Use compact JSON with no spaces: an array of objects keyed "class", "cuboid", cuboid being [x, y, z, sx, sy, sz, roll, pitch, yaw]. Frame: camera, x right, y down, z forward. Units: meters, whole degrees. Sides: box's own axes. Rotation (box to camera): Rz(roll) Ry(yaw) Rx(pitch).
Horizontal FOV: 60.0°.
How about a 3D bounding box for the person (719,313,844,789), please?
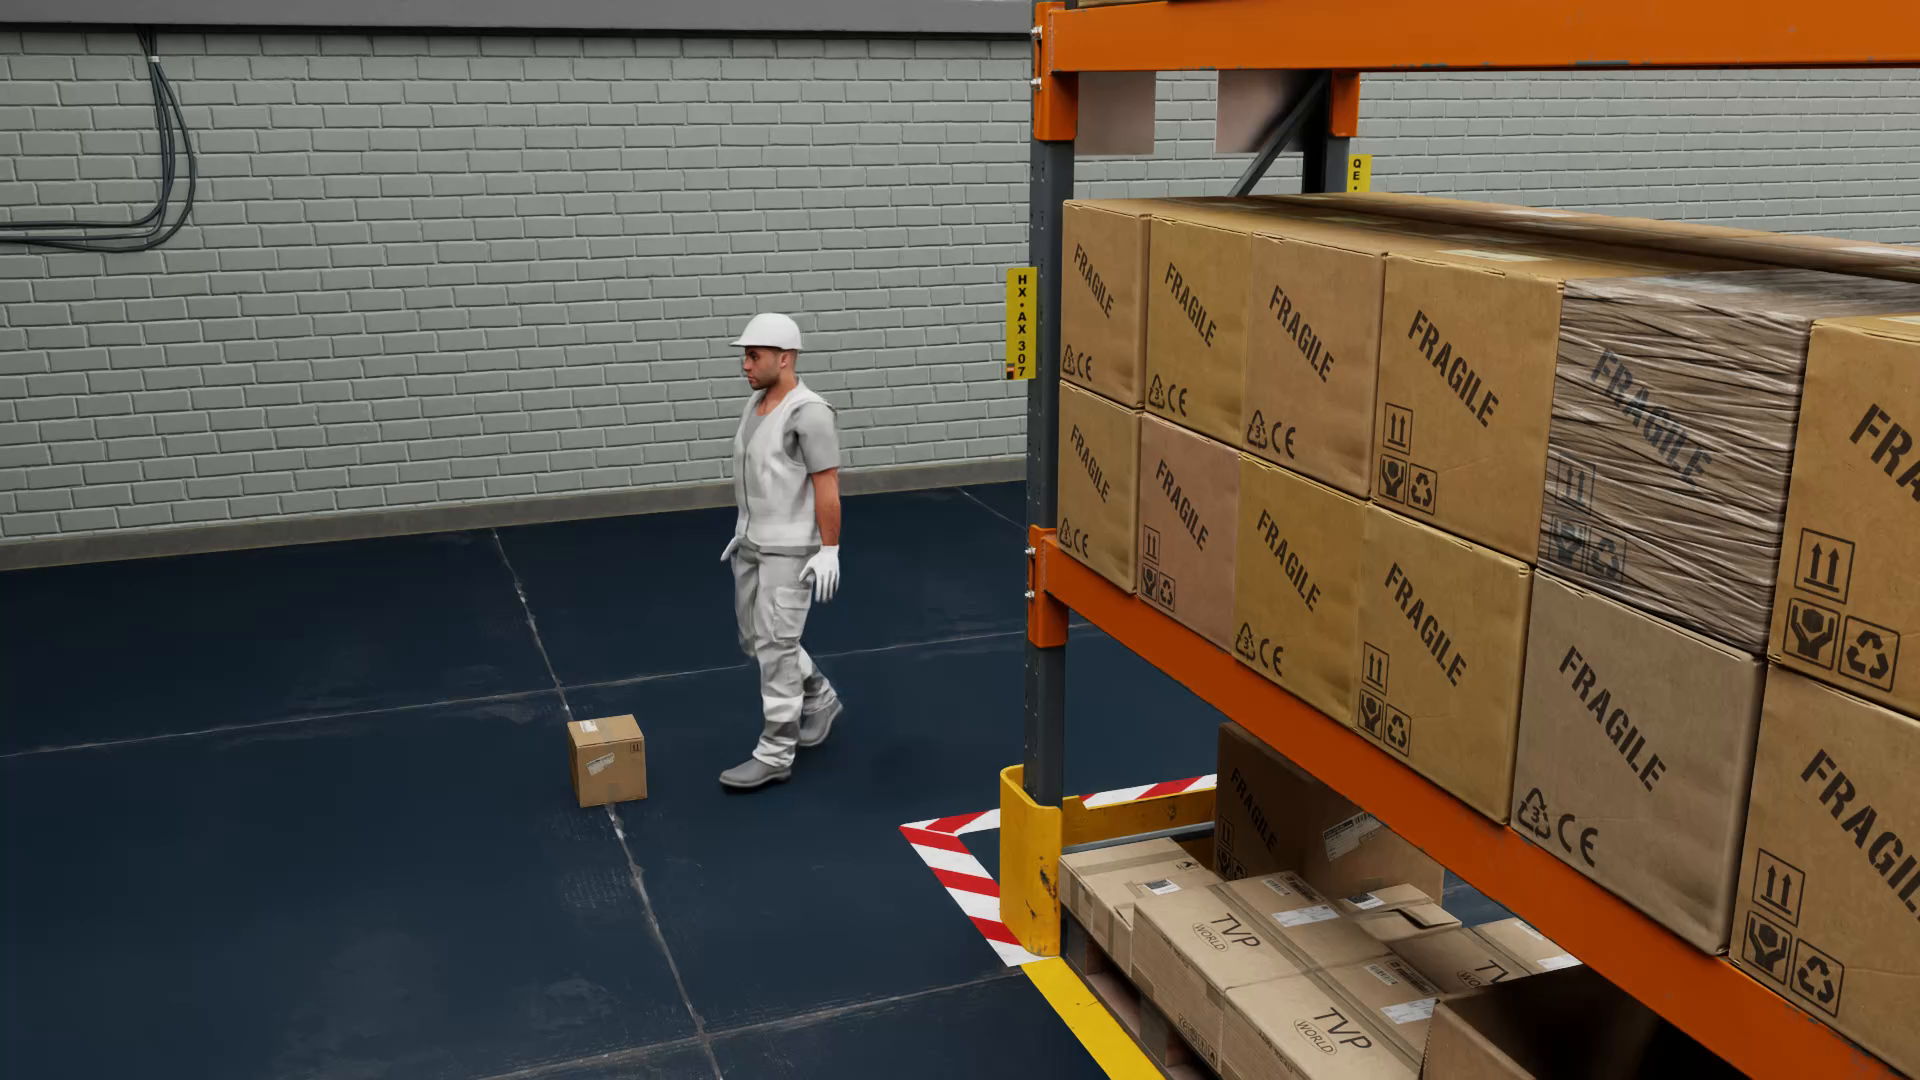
[{"class":"person","cuboid":[-0.680,0.034,6.335,0.670,1.782,0.585,-11,19,-34]}]
